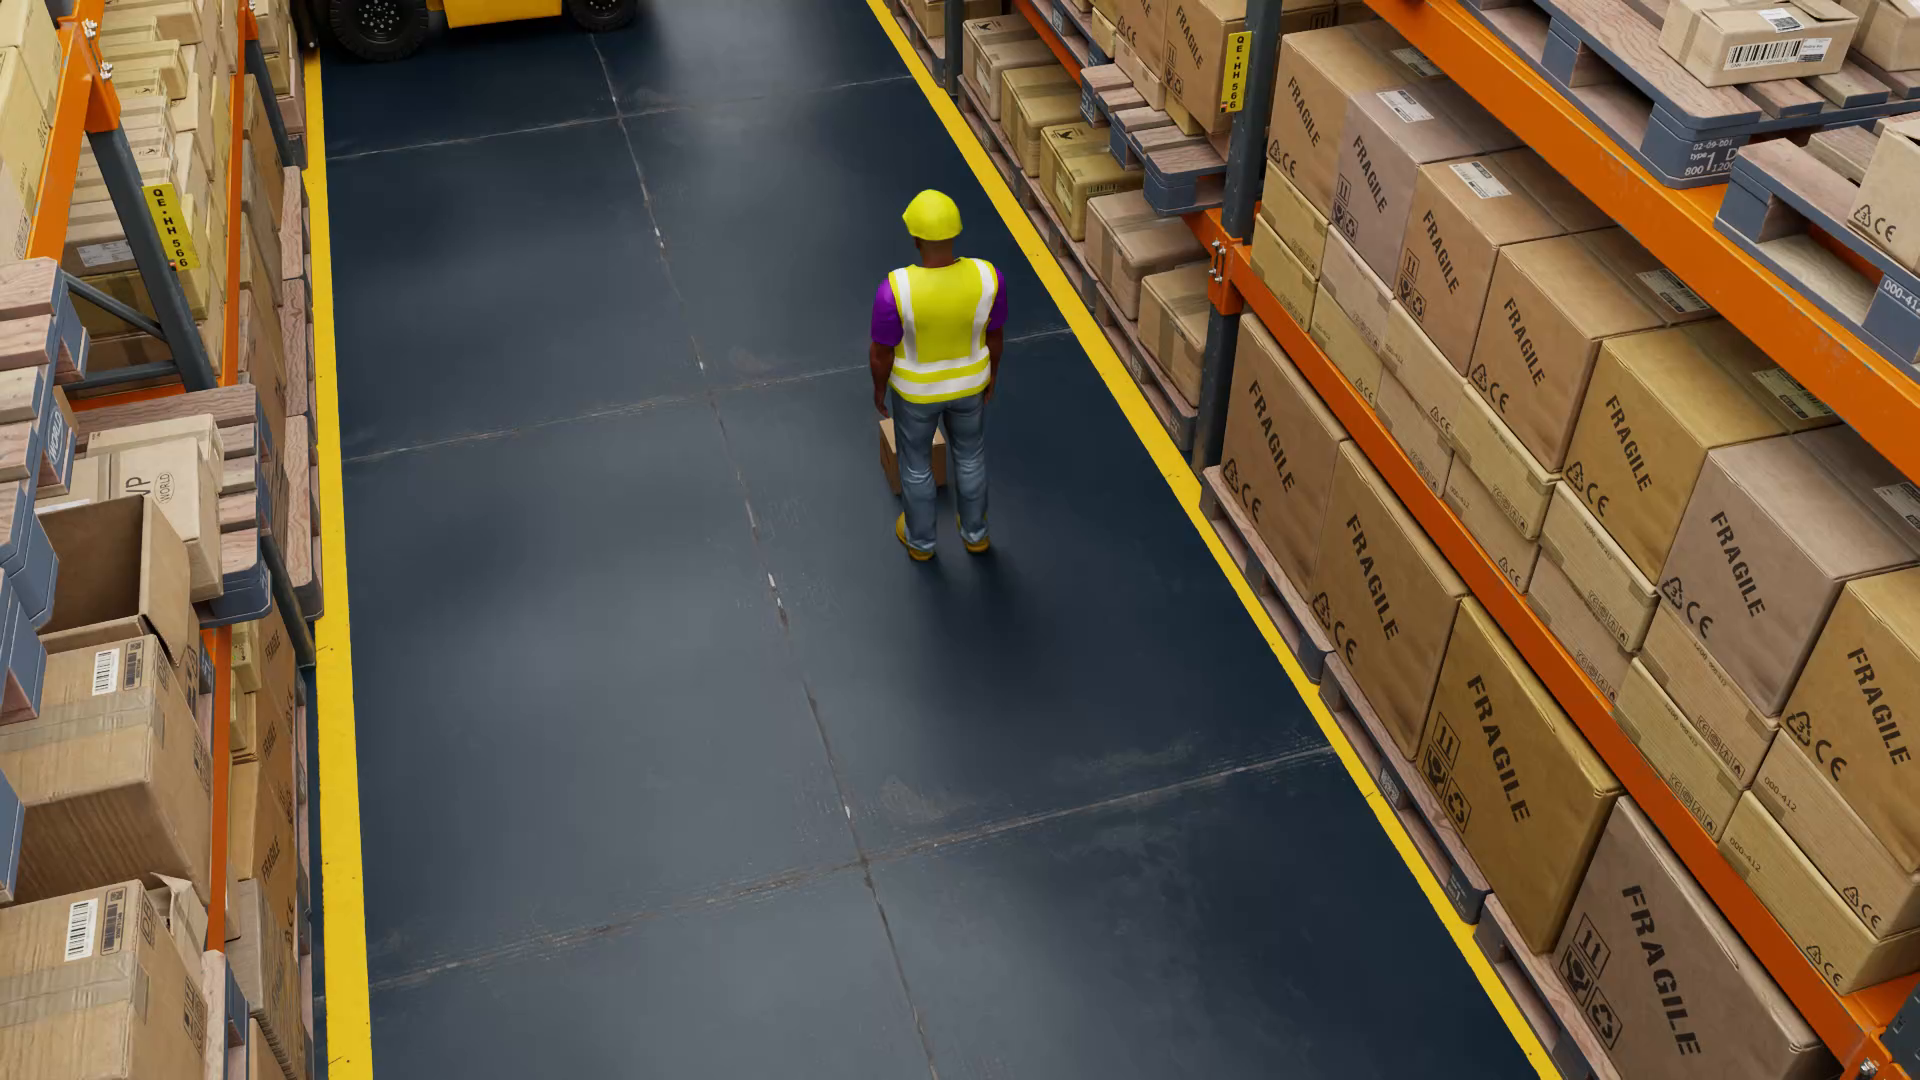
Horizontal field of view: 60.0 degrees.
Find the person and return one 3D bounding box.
[{"bbox_3d":[-0.097,-0.650,6.877,0.564,1.778,0.360,-11,43,-12],"label":"person"}]
